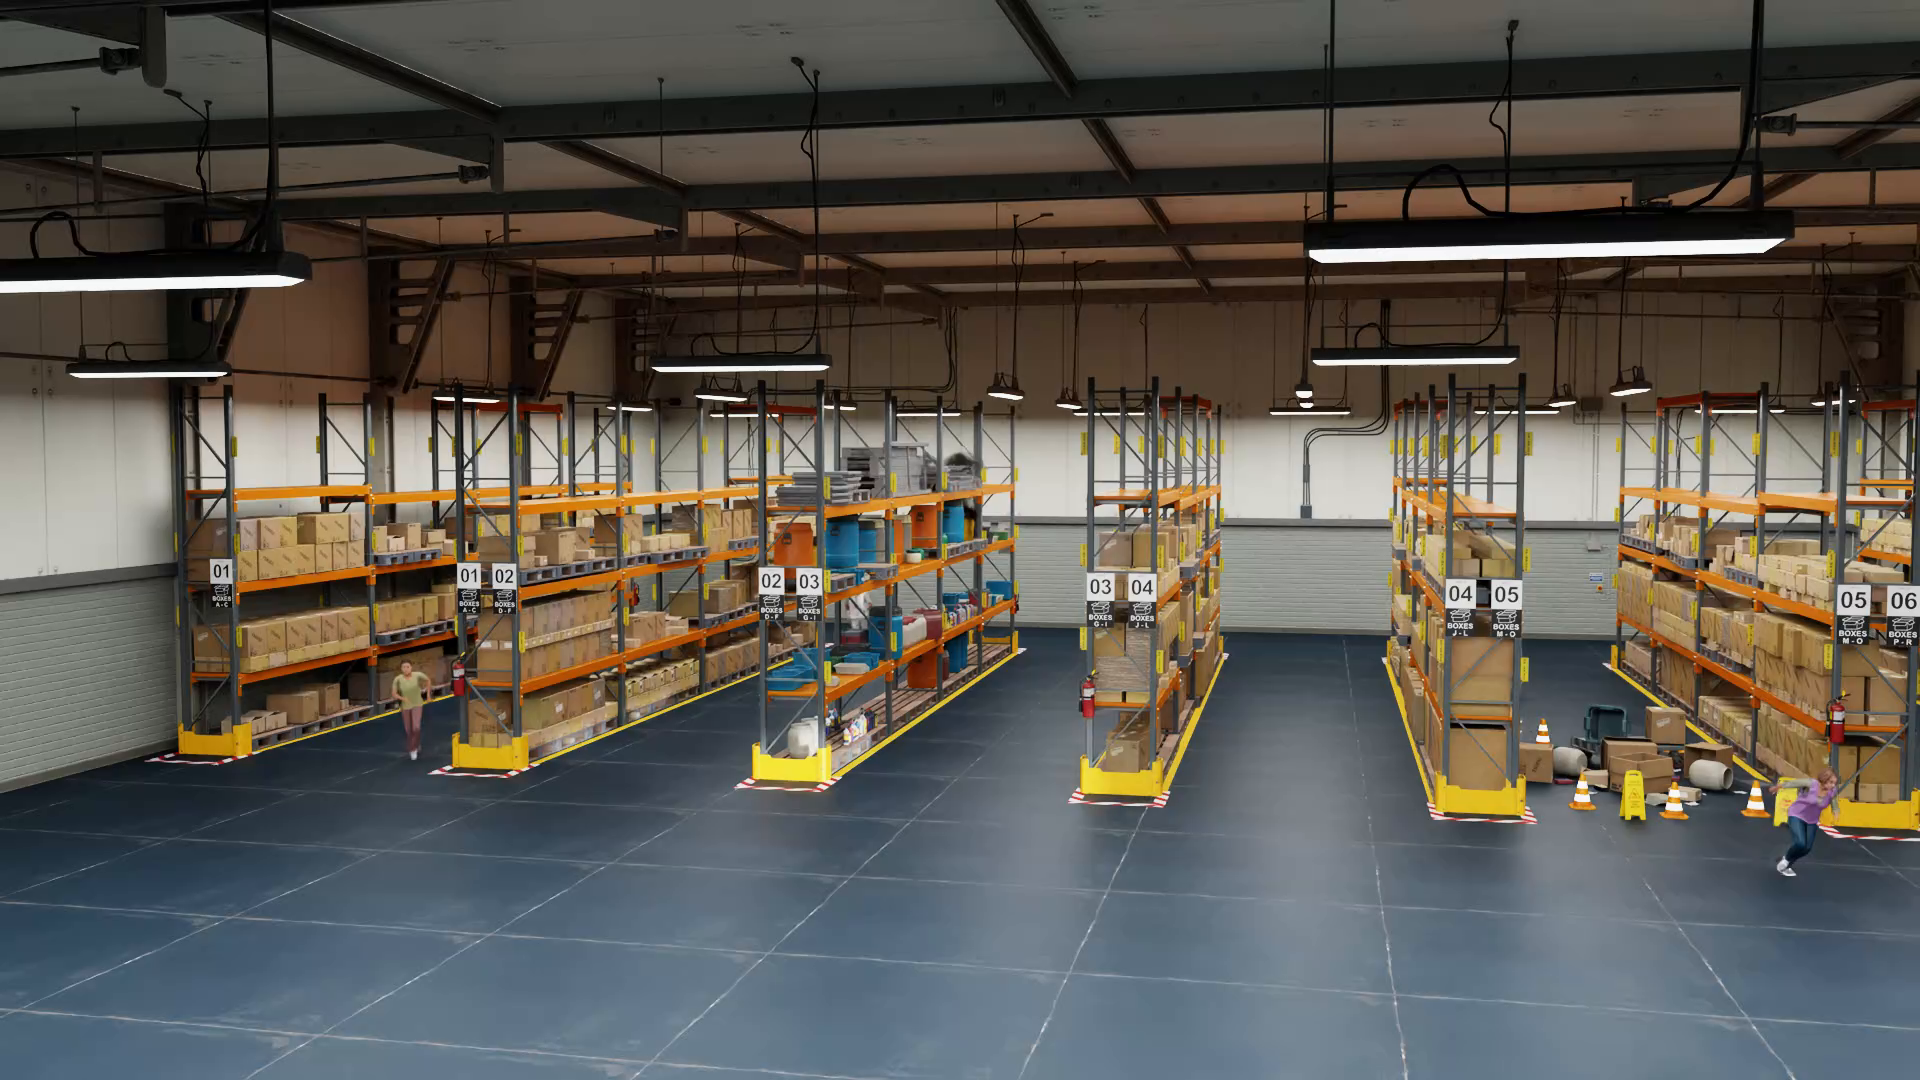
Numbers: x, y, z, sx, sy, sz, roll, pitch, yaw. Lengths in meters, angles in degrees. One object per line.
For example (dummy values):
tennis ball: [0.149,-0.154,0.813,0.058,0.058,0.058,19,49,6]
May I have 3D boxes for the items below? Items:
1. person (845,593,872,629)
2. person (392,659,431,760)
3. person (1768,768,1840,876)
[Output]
person: [-2.445,1.891,39.985,0.689,1.776,0.856,0,3,6]
person: [-8.816,2.699,26.762,0.547,1.638,0.748,0,3,-4]
person: [9.731,3.243,19.054,0.546,1.363,0.900,0,3,-2]
